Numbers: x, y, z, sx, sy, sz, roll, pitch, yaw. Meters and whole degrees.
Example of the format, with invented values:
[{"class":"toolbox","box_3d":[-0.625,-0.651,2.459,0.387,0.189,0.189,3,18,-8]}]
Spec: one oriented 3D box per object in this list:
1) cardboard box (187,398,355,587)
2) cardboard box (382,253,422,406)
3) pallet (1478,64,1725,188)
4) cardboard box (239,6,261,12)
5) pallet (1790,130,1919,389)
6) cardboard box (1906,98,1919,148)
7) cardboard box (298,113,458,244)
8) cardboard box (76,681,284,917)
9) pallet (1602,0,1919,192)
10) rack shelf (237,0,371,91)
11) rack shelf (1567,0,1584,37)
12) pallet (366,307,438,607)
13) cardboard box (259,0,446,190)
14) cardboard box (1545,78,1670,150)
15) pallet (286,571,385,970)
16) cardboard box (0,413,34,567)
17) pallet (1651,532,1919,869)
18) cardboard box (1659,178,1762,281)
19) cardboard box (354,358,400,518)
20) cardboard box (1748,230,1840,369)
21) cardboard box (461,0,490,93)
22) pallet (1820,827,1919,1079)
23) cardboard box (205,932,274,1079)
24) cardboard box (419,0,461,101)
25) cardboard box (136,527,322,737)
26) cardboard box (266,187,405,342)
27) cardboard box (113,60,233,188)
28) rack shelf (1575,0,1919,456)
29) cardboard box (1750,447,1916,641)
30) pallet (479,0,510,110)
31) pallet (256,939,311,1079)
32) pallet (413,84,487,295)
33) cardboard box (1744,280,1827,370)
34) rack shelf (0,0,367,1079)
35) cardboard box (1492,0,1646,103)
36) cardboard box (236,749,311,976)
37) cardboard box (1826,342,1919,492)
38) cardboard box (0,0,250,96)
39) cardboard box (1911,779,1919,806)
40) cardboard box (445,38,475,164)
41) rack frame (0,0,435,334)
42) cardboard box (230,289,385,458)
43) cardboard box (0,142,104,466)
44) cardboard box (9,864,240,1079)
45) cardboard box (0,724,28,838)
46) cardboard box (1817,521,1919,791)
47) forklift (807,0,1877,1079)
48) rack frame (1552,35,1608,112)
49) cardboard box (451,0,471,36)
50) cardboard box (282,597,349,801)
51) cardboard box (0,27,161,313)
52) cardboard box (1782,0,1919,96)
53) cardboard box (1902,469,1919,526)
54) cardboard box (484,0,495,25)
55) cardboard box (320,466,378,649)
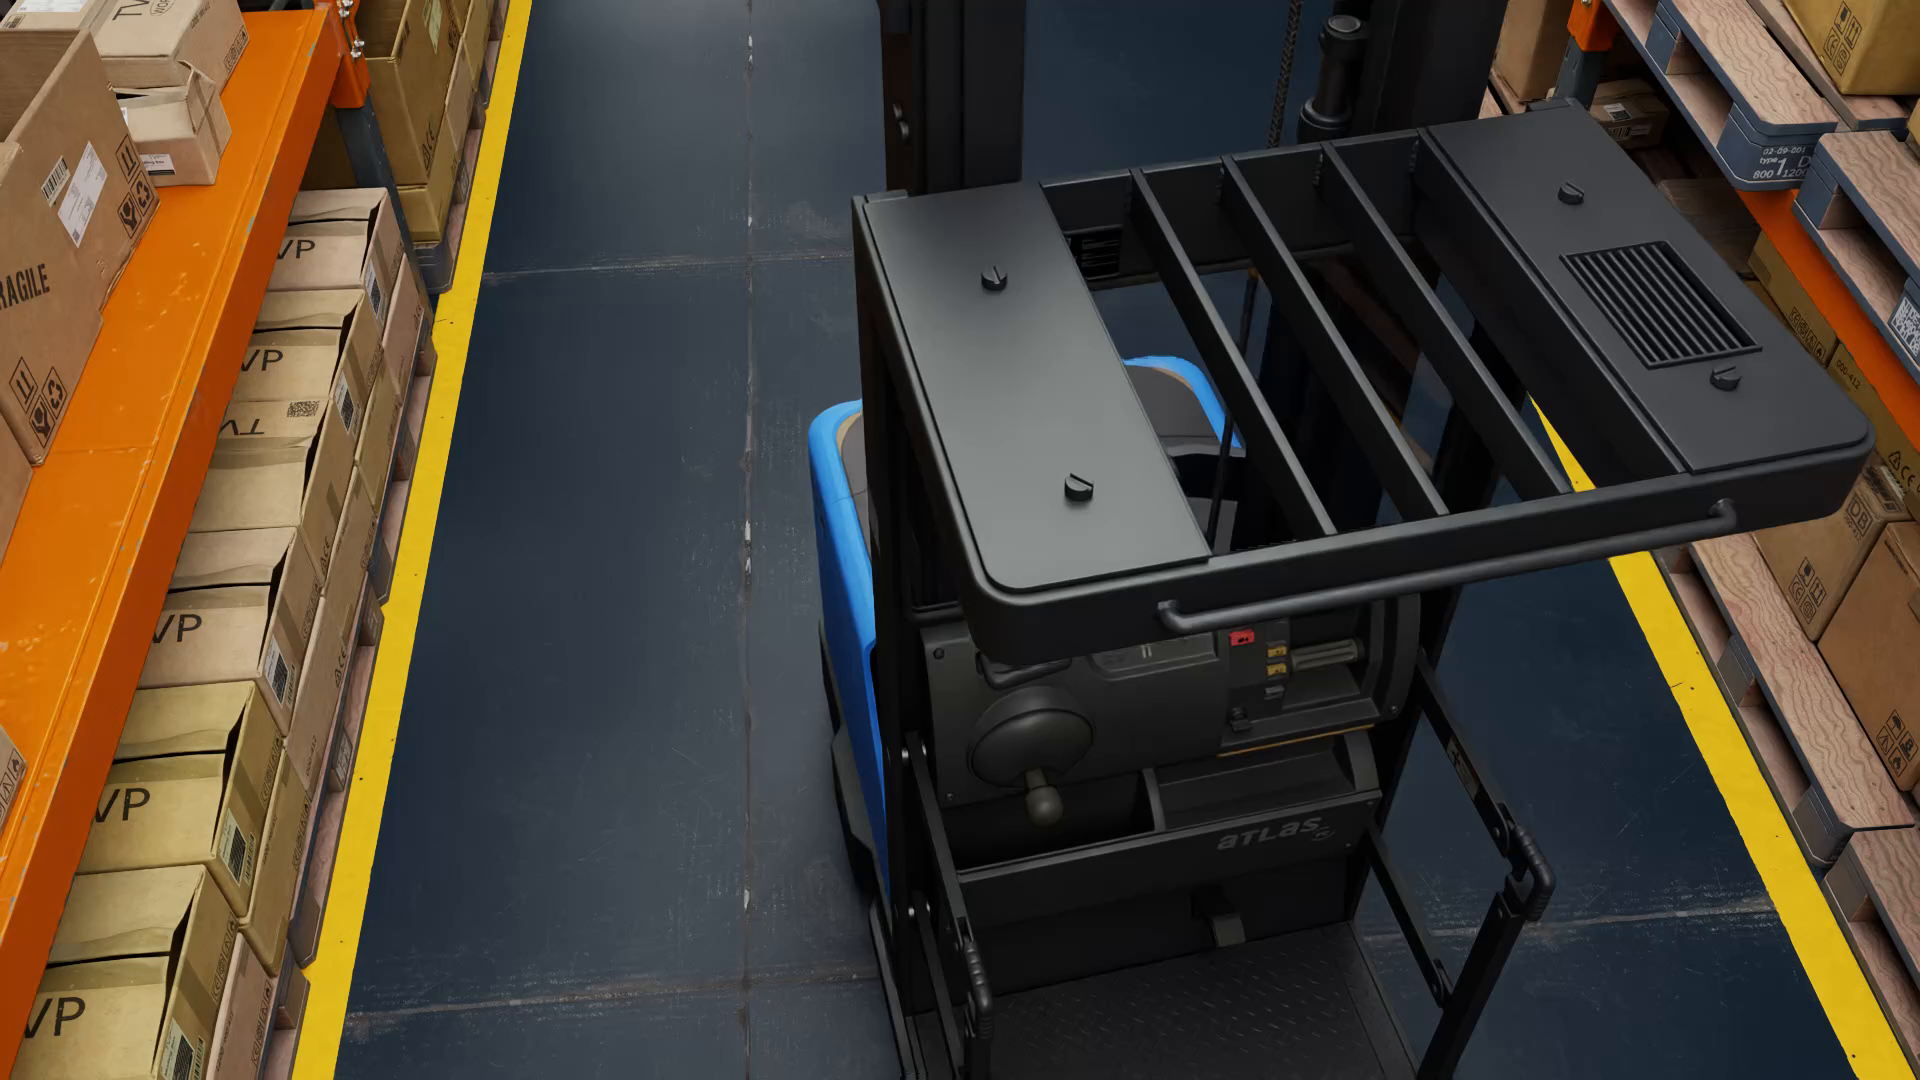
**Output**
[{"class":"cardboard box","box_3d":[-1.983,-0.140,4.535,0.500,0.311,0.500,-4,47,-3]},{"class":"cardboard box","box_3d":[-2.068,-0.678,5.431,0.500,0.250,0.500,-4,47,-4]},{"class":"pallet","box_3d":[2.453,-1.590,6.611,1.003,0.211,1.213,-3,47,-3]},{"class":"cardboard box","box_3d":[-2.679,-1.903,6.074,0.500,0.500,0.500,-3,47,-3]},{"class":"pallet","box_3d":[2.672,-0.535,3.823,1.003,0.211,1.213,-3,47,-3]},{"class":"cardboard box","box_3d":[2.679,-1.001,3.761,0.700,0.500,0.500,2,47,2]},{"class":"cardboard box","box_3d":[-2.129,-1.314,6.033,0.500,0.250,0.500,-3,47,-3]},{"class":"cardboard box","box_3d":[-1.901,0.595,3.839,0.500,0.311,0.500,-5,47,-4]},{"class":"pallet","box_3d":[2.463,-1.438,4.678,1.003,0.211,1.213,-3,47,-3]},{"class":"rack shelf","box_3d":[-2.559,-2.961,6.484,1.077,0.370,4.000,-3,47,-3]},{"class":"rack shelf","box_3d":[2.377,-3.265,6.772,1.077,0.370,4.000,-3,47,-3]},{"class":"pallet","box_3d":[-2.291,-0.272,5.362,1.003,0.211,1.213,-3,47,-3]},{"class":"cardboard box","box_3d":[-2.119,-1.573,5.762,0.500,0.500,0.500,-3,47,-3]},{"class":"cardboard box","box_3d":[2.469,-1.628,6.374,0.380,0.166,0.250,-9,47,-8]},{"class":"pallet","box_3d":[-2.186,0.613,4.524,1.003,0.211,1.213,-3,47,-3]},{"class":"cardboard box","box_3d":[-2.214,-0.115,3.224,0.500,0.500,0.500,-6,47,-5]},{"class":"pallet","box_3d":[2.716,0.341,4.781,1.003,0.211,1.213,-3,47,-3]},{"class":"cardboard box","box_3d":[2.622,-0.826,5.385,0.700,0.500,0.500,-2,47,-2]},{"class":"cardboard box","box_3d":[-2.028,-0.312,5.084,0.500,0.250,0.500,-4,47,-4]},{"class":"cardboard box","box_3d":[2.663,-0.765,4.811,0.500,0.250,0.500,-4,47,-4]},{"class":"cardboard box","box_3d":[-2.202,-2.039,6.719,0.500,0.250,0.500,-3,47,-3]},{"class":"pallet","box_3d":[2.815,1.222,3.947,1.003,0.211,1.213,-3,47,-3]},{"class":"cardboard box","box_3d":[-1.851,1.173,3.678,0.500,0.250,0.500,-5,47,-4]},{"class":"cardboard box","box_3d":[-2.168,-1.934,6.104,0.500,0.500,0.500,-3,47,-3]},{"class":"cardboard box","box_3d":[-1.945,0.223,4.191,0.500,0.311,0.500,-4,47,-4]},{"class":"cardboard box","box_3d":[-2.072,-0.878,5.234,0.500,0.311,0.500,-3,47,-3]},{"class":"cardboard box","box_3d":[-2.135,-1.090,4.309,0.396,0.266,0.258,-5,47,-4]},{"class":"rack shelf","box_3d":[2.712,-0.371,4.031,1.077,0.370,4.000,-3,47,-3]},{"class":"cardboard box","box_3d":[2.718,-0.083,4.681,0.700,0.500,0.500,-3,47,-3]},{"class":"pallet","box_3d":[-2.522,-2.265,7.250,1.003,0.211,1.213,-3,47,-3]},{"class":"pallet","box_3d":[-2.087,1.493,3.690,1.003,0.211,1.213,-3,47,-3]},{"class":"pallet","box_3d":[-2.417,-1.381,6.412,1.003,0.211,1.213,-3,47,-3]},{"class":"cardboard box","box_3d":[2.716,-0.455,5.033,0.700,0.500,0.500,-4,47,-4]},{"class":"rack shelf","box_3d":[-2.224,-0.067,3.743,1.077,0.370,4.000,-3,47,-3]},{"class":"cardboard box","box_3d":[2.417,-2.106,6.597,0.500,0.500,0.500,-7,47,-6]},{"class":"cardboard box","box_3d":[-1.901,0.797,4.033,0.500,0.250,0.500,-5,47,-4]},{"class":"cardboard box","box_3d":[2.710,-0.389,4.454,0.500,0.250,0.500,-5,47,-4]},{"class":"cardboard box","box_3d":[-2.307,-1.356,4.572,0.500,0.250,0.500,-1,47,-1]},{"class":"cardboard box","box_3d":[2.839,0.639,3.997,0.700,0.500,0.500,-4,47,-3]},{"class":"cardboard box","box_3d":[-2.165,-1.676,6.376,0.500,0.250,0.500,-3,47,-3]},{"class":"rack frame","box_3d":[-2.392,-1.762,4.852,1.000,3.000,0.127,-3,47,-3]},{"class":"cardboard box","box_3d":[-2.022,-0.502,4.877,0.500,0.311,0.500,-2,47,-2]},{"class":"cardboard box","box_3d":[-2.258,-0.496,3.585,0.500,0.500,0.500,-3,47,-3]},{"class":"cardboard box","box_3d":[-1.861,0.964,3.489,0.500,0.311,0.500,-5,47,-4]},{"class":"cardboard box","box_3d":[-1.939,0.504,2.768,0.500,0.311,0.500,-4,47,-4]},{"class":"cardboard box","box_3d":[2.770,0.282,4.336,0.700,0.500,0.500,-4,47,-4]},{"class":"forklift","box_3d":[0.448,0.363,2.887,1.130,2.935,3.031,-10,47,-9]},{"class":"rack frame","box_3d":[2.544,-2.065,5.140,1.000,3.000,0.127,-3,47,-3]},{"class":"cardboard box","box_3d":[-2.203,-2.296,6.447,0.500,0.500,0.500,-3,47,-3]},{"class":"cardboard box","box_3d":[-1.943,0.426,4.385,0.500,0.250,0.500,-3,47,-2]},{"class":"cardboard box","box_3d":[-2.300,-0.858,3.928,0.500,0.500,0.500,0,47,0]},{"class":"cardboard box","box_3d":[2.592,-1.476,4.210,0.700,0.500,0.500,1,47,1]},{"class":"cardboard box","box_3d":[2.733,-0.027,4.111,0.500,0.250,0.500,-4,47,-3]},{"class":"cardboard box","box_3d":[-2.250,-2.400,7.062,0.500,0.250,0.500,-3,47,-3]},{"class":"cardboard box","box_3d":[-1.984,0.058,4.734,0.500,0.250,0.500,-3,47,-2]}]
